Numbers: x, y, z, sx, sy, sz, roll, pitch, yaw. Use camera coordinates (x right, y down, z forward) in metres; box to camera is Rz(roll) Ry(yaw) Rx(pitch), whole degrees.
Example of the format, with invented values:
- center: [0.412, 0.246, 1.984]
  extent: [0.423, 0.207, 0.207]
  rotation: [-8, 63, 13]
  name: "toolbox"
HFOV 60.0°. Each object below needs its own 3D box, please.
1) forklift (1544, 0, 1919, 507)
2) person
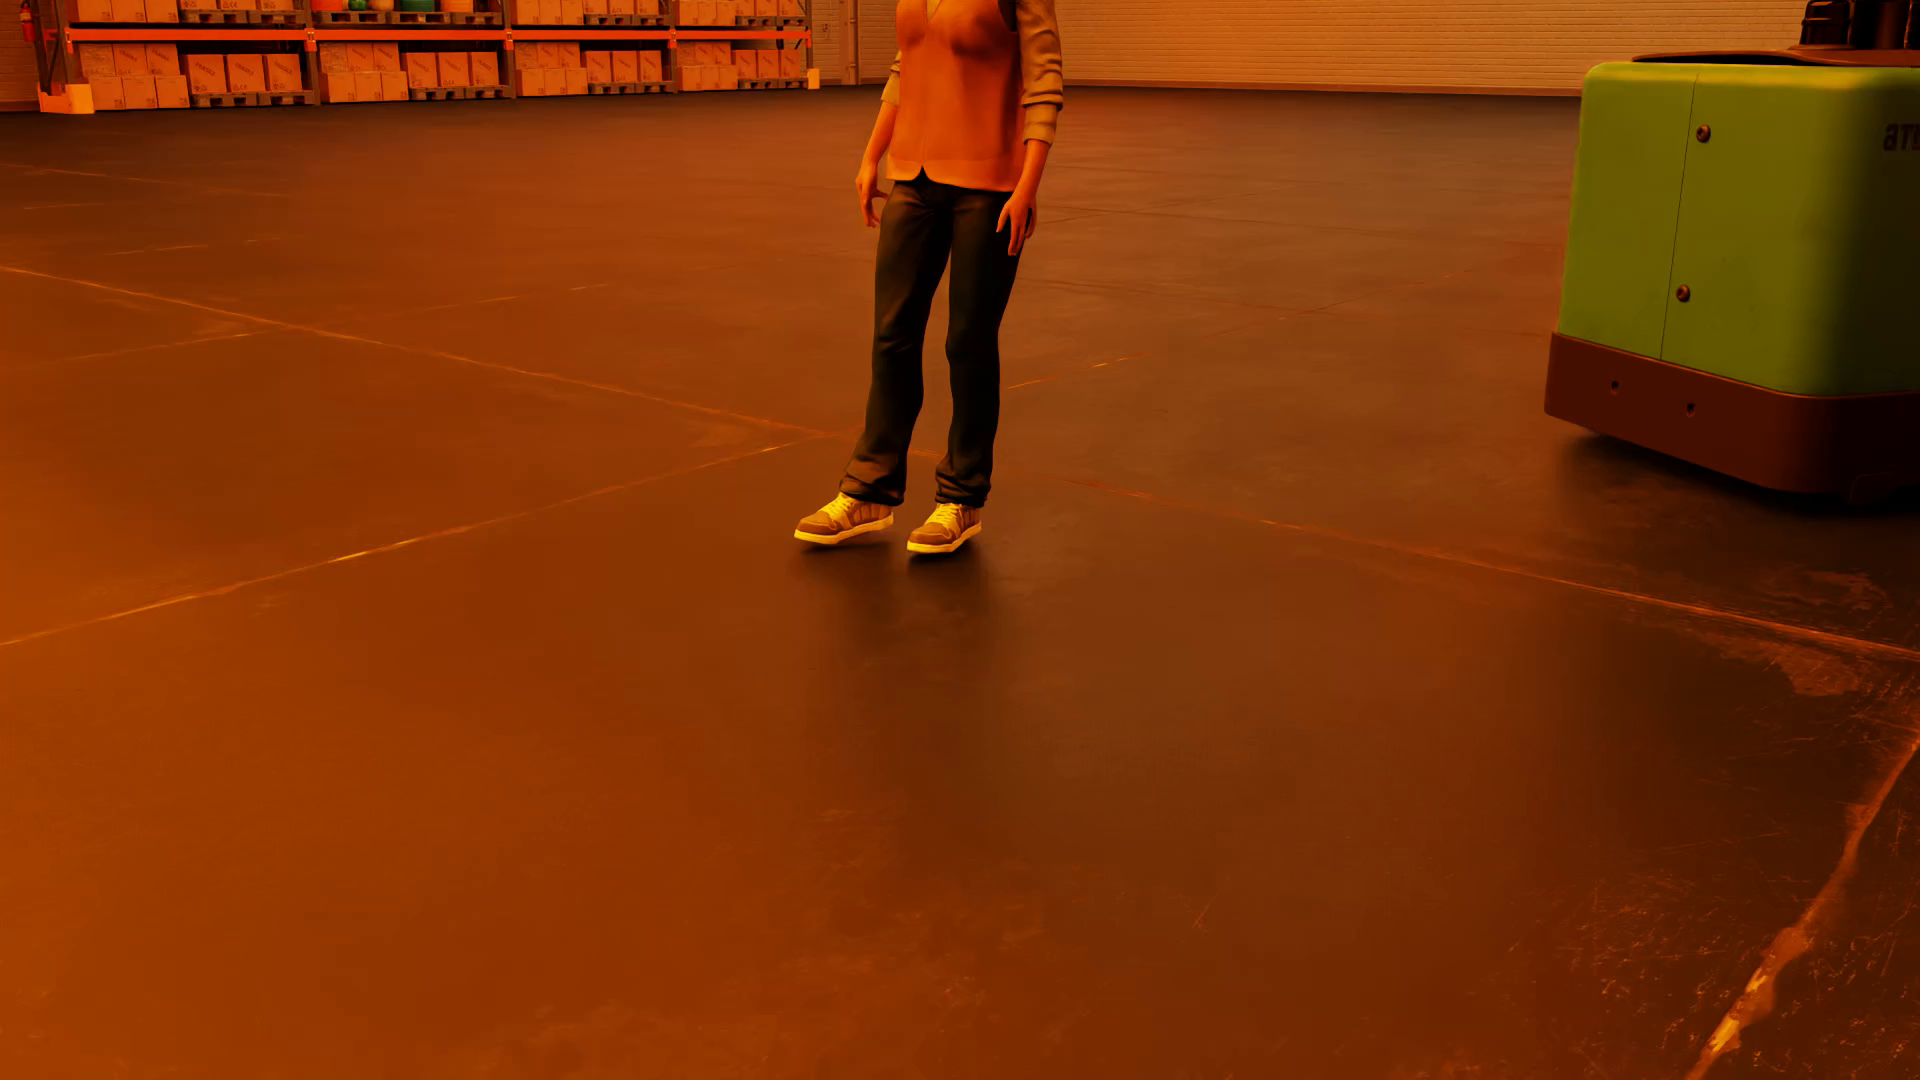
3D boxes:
- center: [3.311, -1.714, 4.541]
  extent: [3.031, 2.935, 1.130]
  rotation: [-5, 18, -16]
  name: "forklift"
- center: [-0.058, -0.756, 3.661]
  extent: [0.521, 1.599, 0.473]
  rotation: [13, 21, 37]
  name: "person"
